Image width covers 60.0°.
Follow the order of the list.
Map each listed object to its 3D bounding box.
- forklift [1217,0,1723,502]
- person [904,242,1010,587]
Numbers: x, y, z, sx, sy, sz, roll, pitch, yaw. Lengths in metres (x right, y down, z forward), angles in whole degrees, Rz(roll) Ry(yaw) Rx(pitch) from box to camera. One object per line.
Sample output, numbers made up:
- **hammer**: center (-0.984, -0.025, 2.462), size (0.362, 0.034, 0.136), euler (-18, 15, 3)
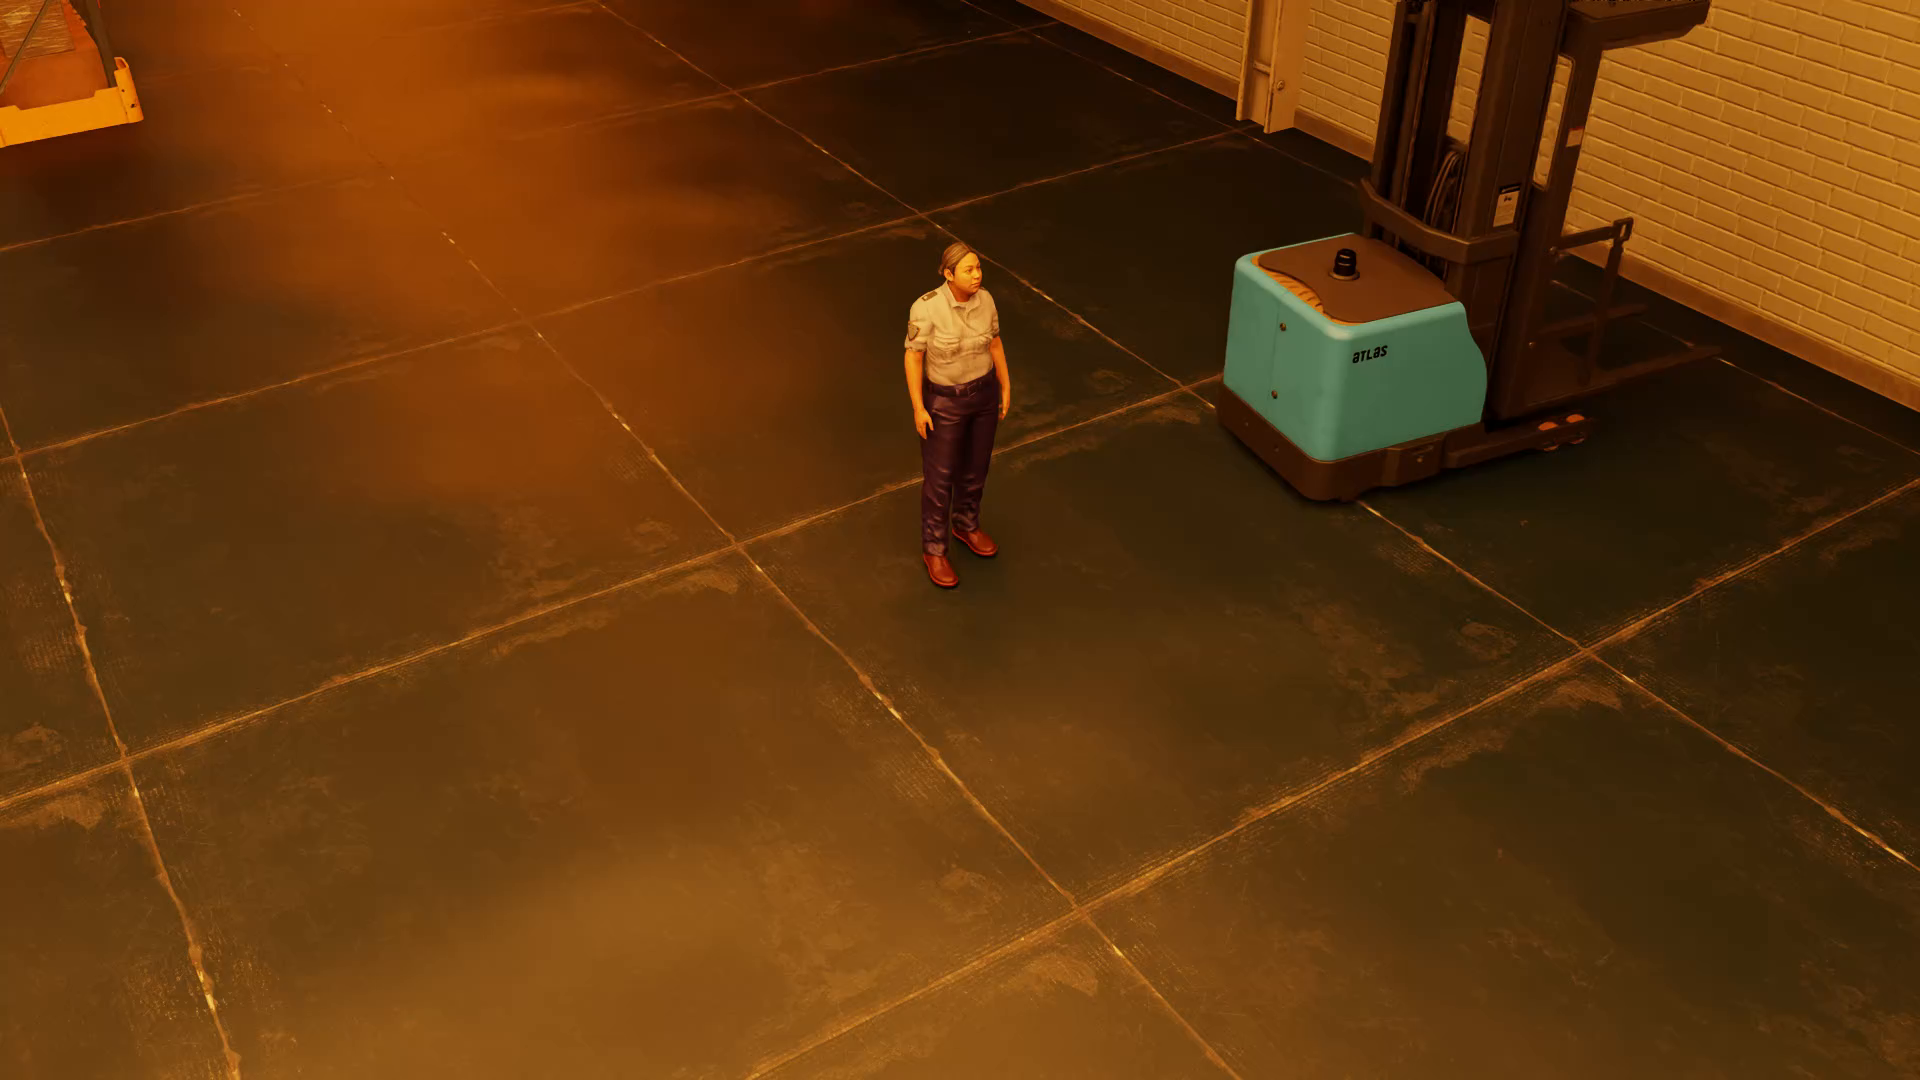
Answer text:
- **forklift**: center (3.040, -1.963, 8.942), size (3.031, 2.935, 1.130), euler (-15, 38, -20)
- **person**: center (0.030, -0.629, 8.148), size (0.598, 1.651, 0.502), euler (-21, 40, -27)
